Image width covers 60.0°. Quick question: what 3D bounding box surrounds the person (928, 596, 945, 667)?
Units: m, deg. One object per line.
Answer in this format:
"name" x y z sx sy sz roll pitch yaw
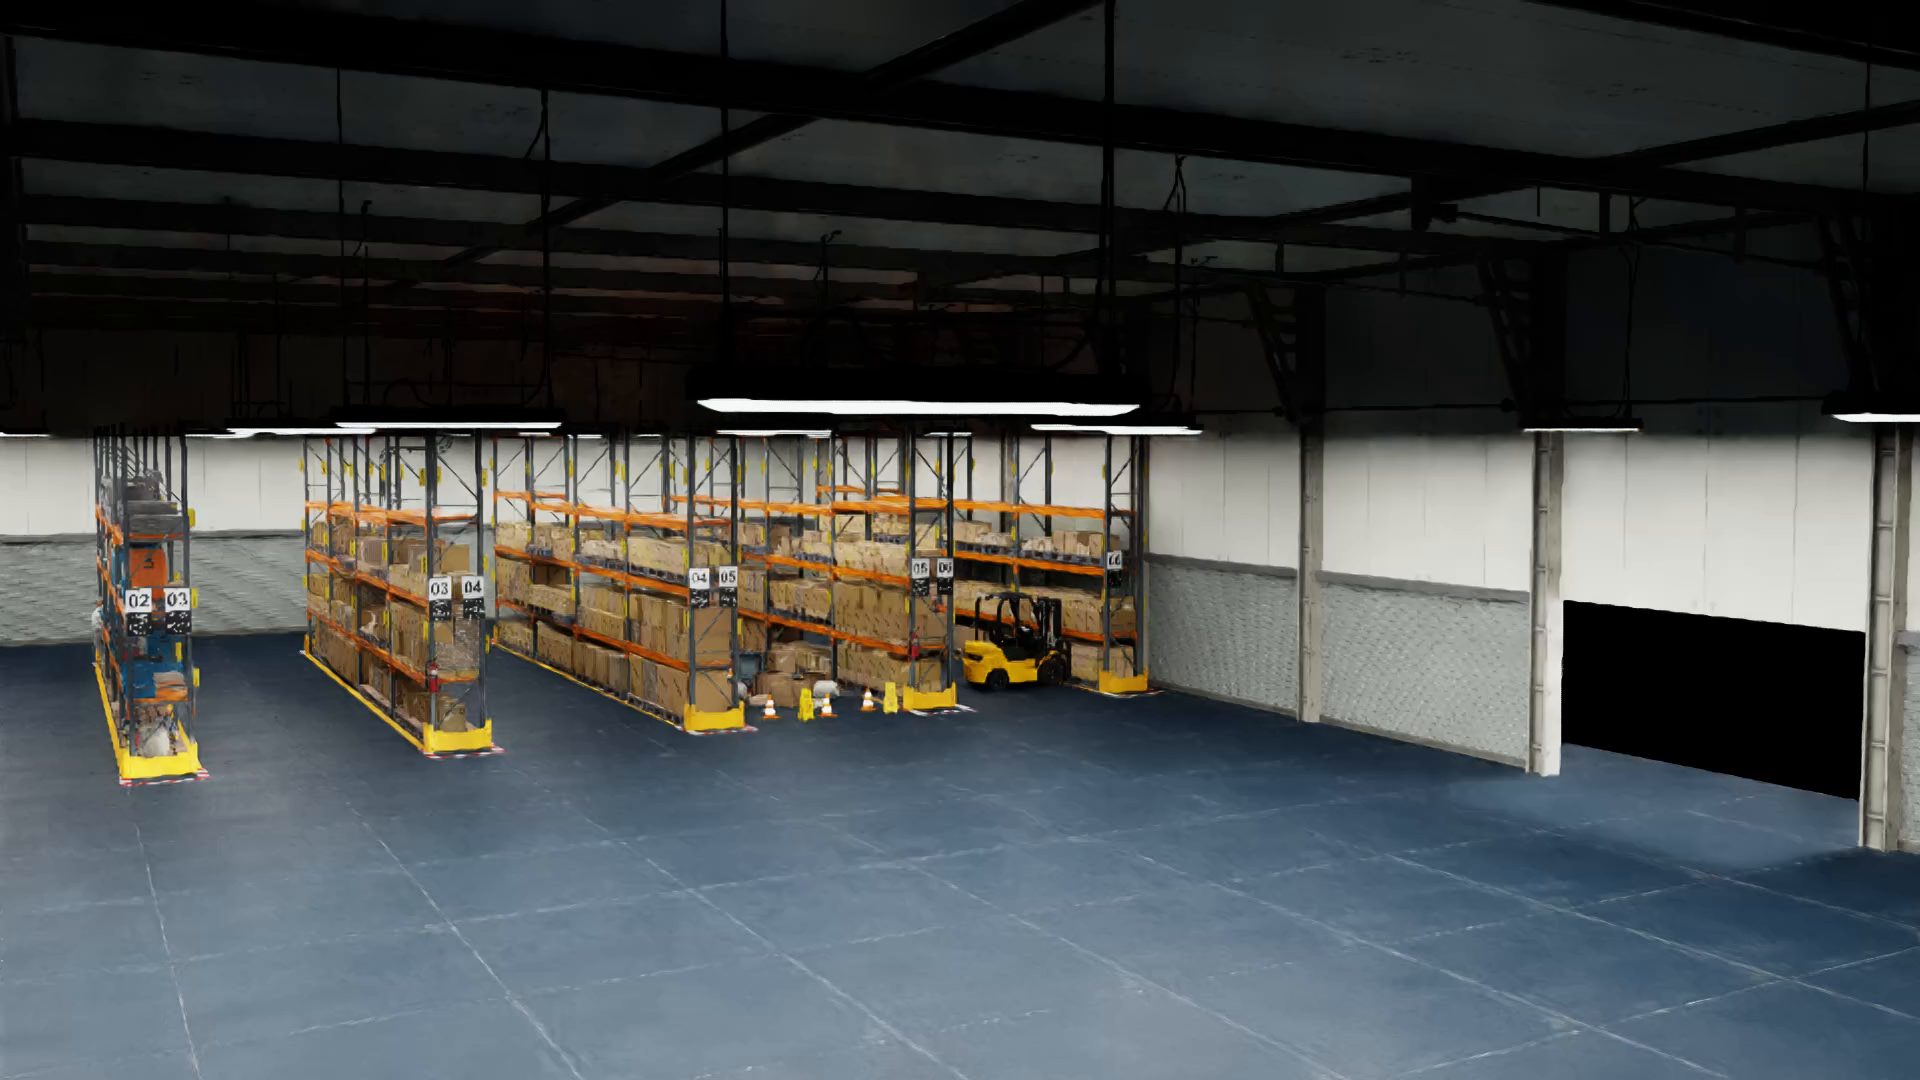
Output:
"person" -0.698 2.283 41.836 0.637 1.775 0.675 0 3 -2

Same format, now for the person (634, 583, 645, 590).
"person" -10.237 1.712 53.298 0.469 1.591 0.518 2 4 27

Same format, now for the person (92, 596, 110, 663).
"person" -21.225 2.214 41.219 0.571 1.640 0.454 2 4 32
